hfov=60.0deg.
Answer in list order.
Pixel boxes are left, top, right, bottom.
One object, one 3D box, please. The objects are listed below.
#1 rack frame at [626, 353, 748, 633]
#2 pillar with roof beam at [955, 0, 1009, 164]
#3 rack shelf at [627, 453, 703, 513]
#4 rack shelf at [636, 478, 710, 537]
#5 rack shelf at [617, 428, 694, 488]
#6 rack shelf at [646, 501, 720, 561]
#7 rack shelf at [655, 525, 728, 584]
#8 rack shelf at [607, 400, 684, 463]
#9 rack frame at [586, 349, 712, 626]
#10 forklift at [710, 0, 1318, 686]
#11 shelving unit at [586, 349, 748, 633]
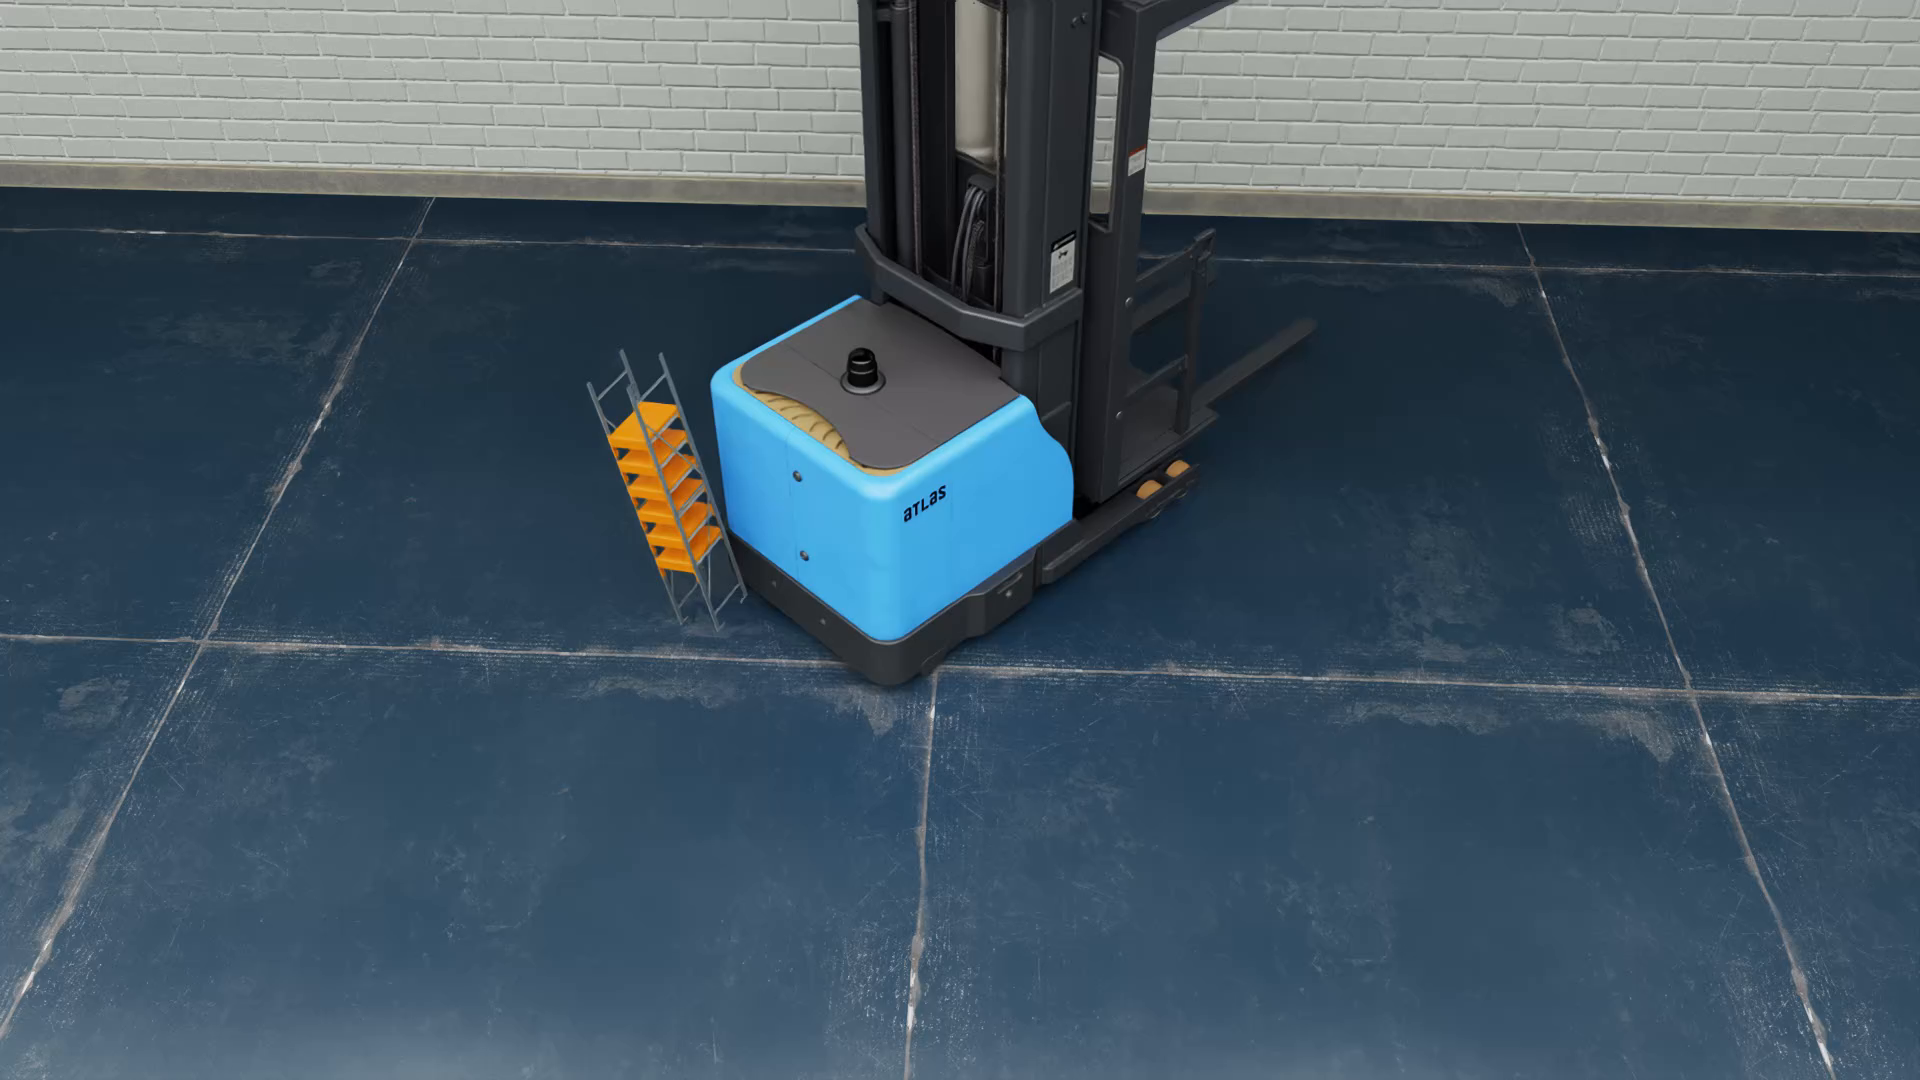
[{"bbox_3d":[-1.052,-0.162,6.504,0.006,1.200,0.240,8,42,26],"label":"rack frame"},{"bbox_3d":[-0.141,-2.110,2.913,0.400,9.000,9.100,2,43,2],"label":"pillar with roof beam"},{"bbox_3d":[-1.147,-0.232,6.499,0.180,0.103,0.258,8,42,26],"label":"rack shelf"},{"bbox_3d":[-1.125,-0.139,6.572,0.180,0.103,0.258,8,42,26],"label":"rack shelf"},{"bbox_3d":[-1.170,-0.325,6.427,0.180,0.103,0.258,8,42,26],"label":"rack shelf"},{"bbox_3d":[-1.102,-0.046,6.644,0.180,0.103,0.258,8,42,26],"label":"rack shelf"},{"bbox_3d":[-1.079,0.047,6.716,0.180,0.103,0.258,8,42,26],"label":"rack shelf"},{"bbox_3d":[-1.193,-0.418,6.354,0.180,0.103,0.258,8,42,26],"label":"rack shelf"},{"bbox_3d":[-1.214,-0.185,6.585,0.006,1.200,0.240,8,42,26],"label":"rack frame"},{"bbox_3d":[0.427,-1.396,6.599,3.031,2.935,1.130,-34,53,-31],"label":"forklift"},{"bbox_3d":[-1.133,-0.173,6.545,0.189,1.200,0.258,8,42,26],"label":"shelving unit"}]
